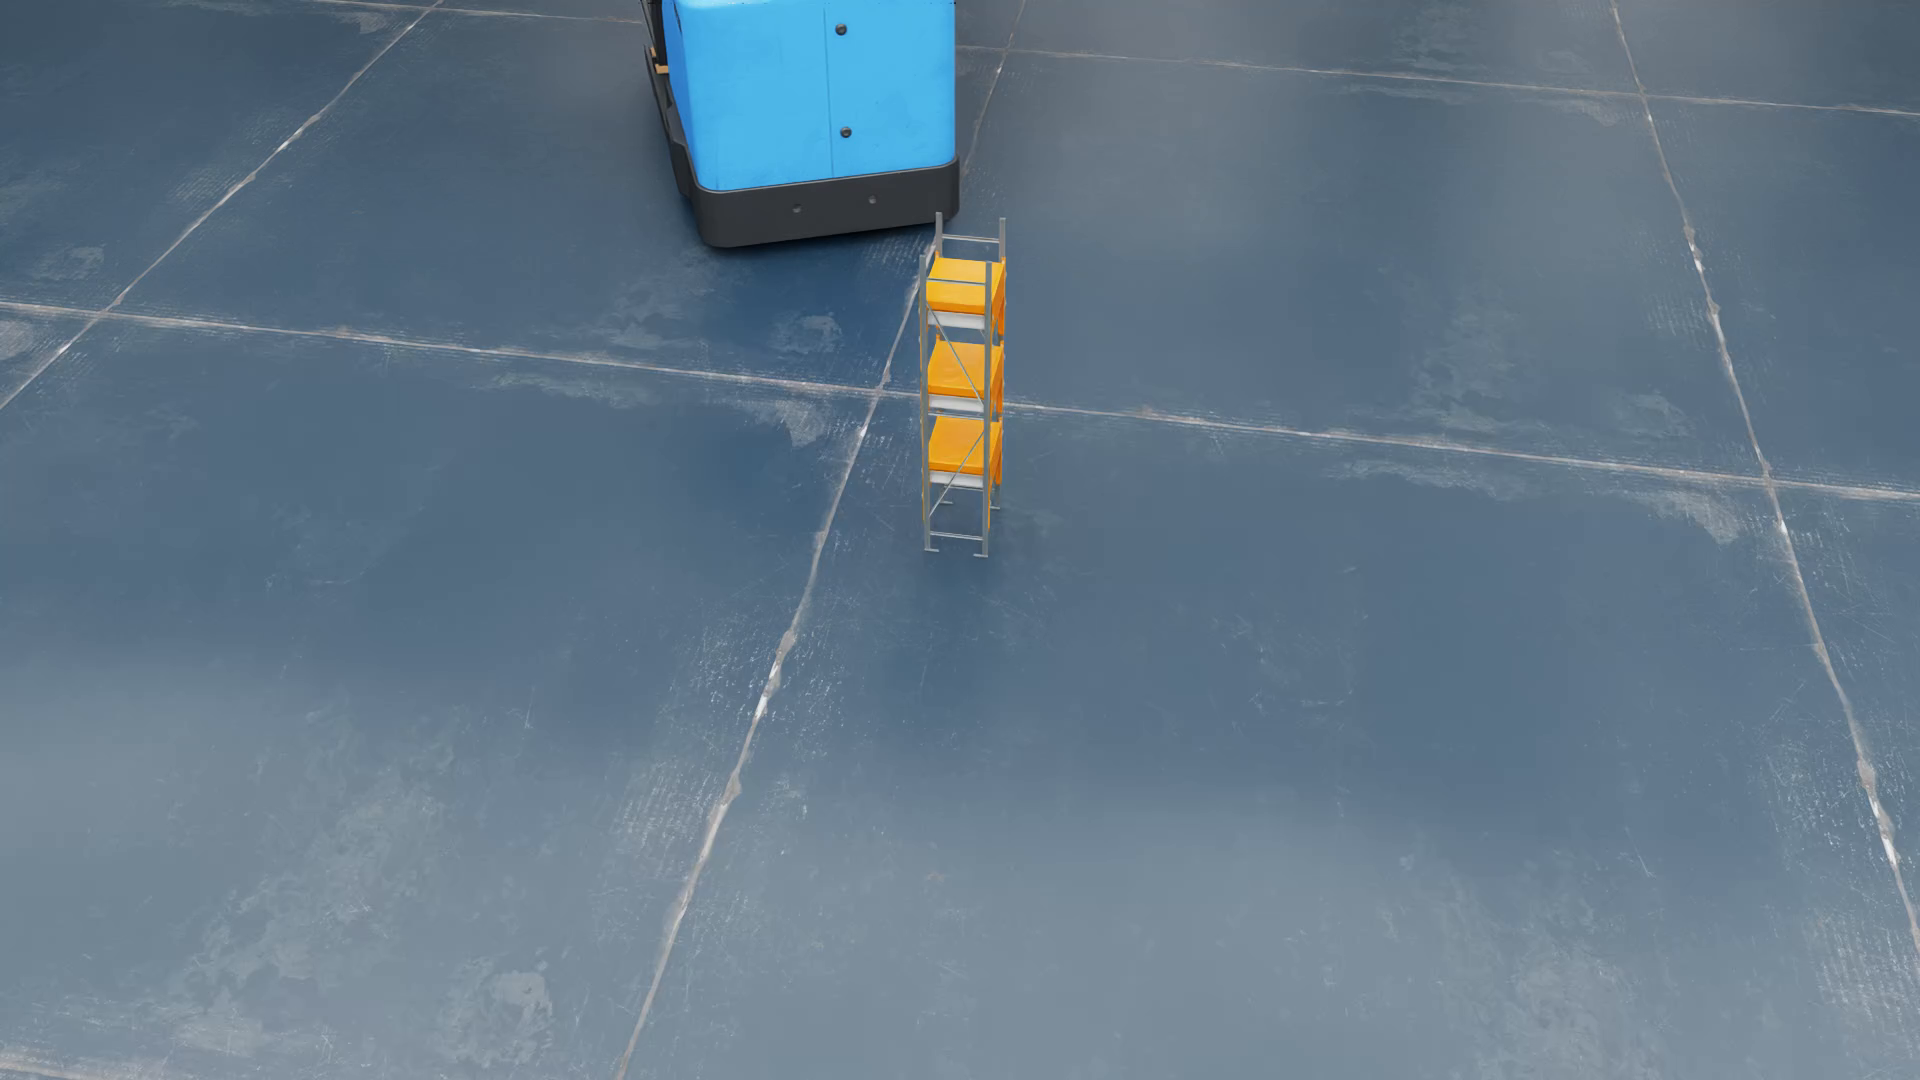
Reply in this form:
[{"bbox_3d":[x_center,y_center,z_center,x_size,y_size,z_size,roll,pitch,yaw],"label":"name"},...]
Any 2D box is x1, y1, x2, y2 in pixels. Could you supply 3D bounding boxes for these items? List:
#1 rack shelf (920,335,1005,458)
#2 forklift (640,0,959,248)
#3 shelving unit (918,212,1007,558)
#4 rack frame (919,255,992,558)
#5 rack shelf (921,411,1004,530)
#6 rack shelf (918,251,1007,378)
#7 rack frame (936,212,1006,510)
[{"bbox_3d":[0.009,-0.430,4.963,0.215,0.259,0.240,6,40,8],"label":"rack shelf"},{"bbox_3d":[-0.863,-3.223,6.848,1.130,2.935,3.031,-9,40,-11],"label":"forklift"},{"bbox_3d":[0.009,-0.438,4.956,0.215,1.050,0.252,6,40,8],"label":"shelving unit"},{"bbox_3d":[-0.012,-0.362,4.863,0.200,1.050,0.008,6,40,8],"label":"rack frame"},{"bbox_3d":[0.009,-0.216,5.140,0.215,0.259,0.240,6,40,8],"label":"rack shelf"},{"bbox_3d":[0.009,-0.649,4.782,0.215,0.259,0.240,6,40,8],"label":"rack shelf"},{"bbox_3d":[0.030,-0.515,5.049,0.200,1.050,0.008,6,40,8],"label":"rack frame"}]
